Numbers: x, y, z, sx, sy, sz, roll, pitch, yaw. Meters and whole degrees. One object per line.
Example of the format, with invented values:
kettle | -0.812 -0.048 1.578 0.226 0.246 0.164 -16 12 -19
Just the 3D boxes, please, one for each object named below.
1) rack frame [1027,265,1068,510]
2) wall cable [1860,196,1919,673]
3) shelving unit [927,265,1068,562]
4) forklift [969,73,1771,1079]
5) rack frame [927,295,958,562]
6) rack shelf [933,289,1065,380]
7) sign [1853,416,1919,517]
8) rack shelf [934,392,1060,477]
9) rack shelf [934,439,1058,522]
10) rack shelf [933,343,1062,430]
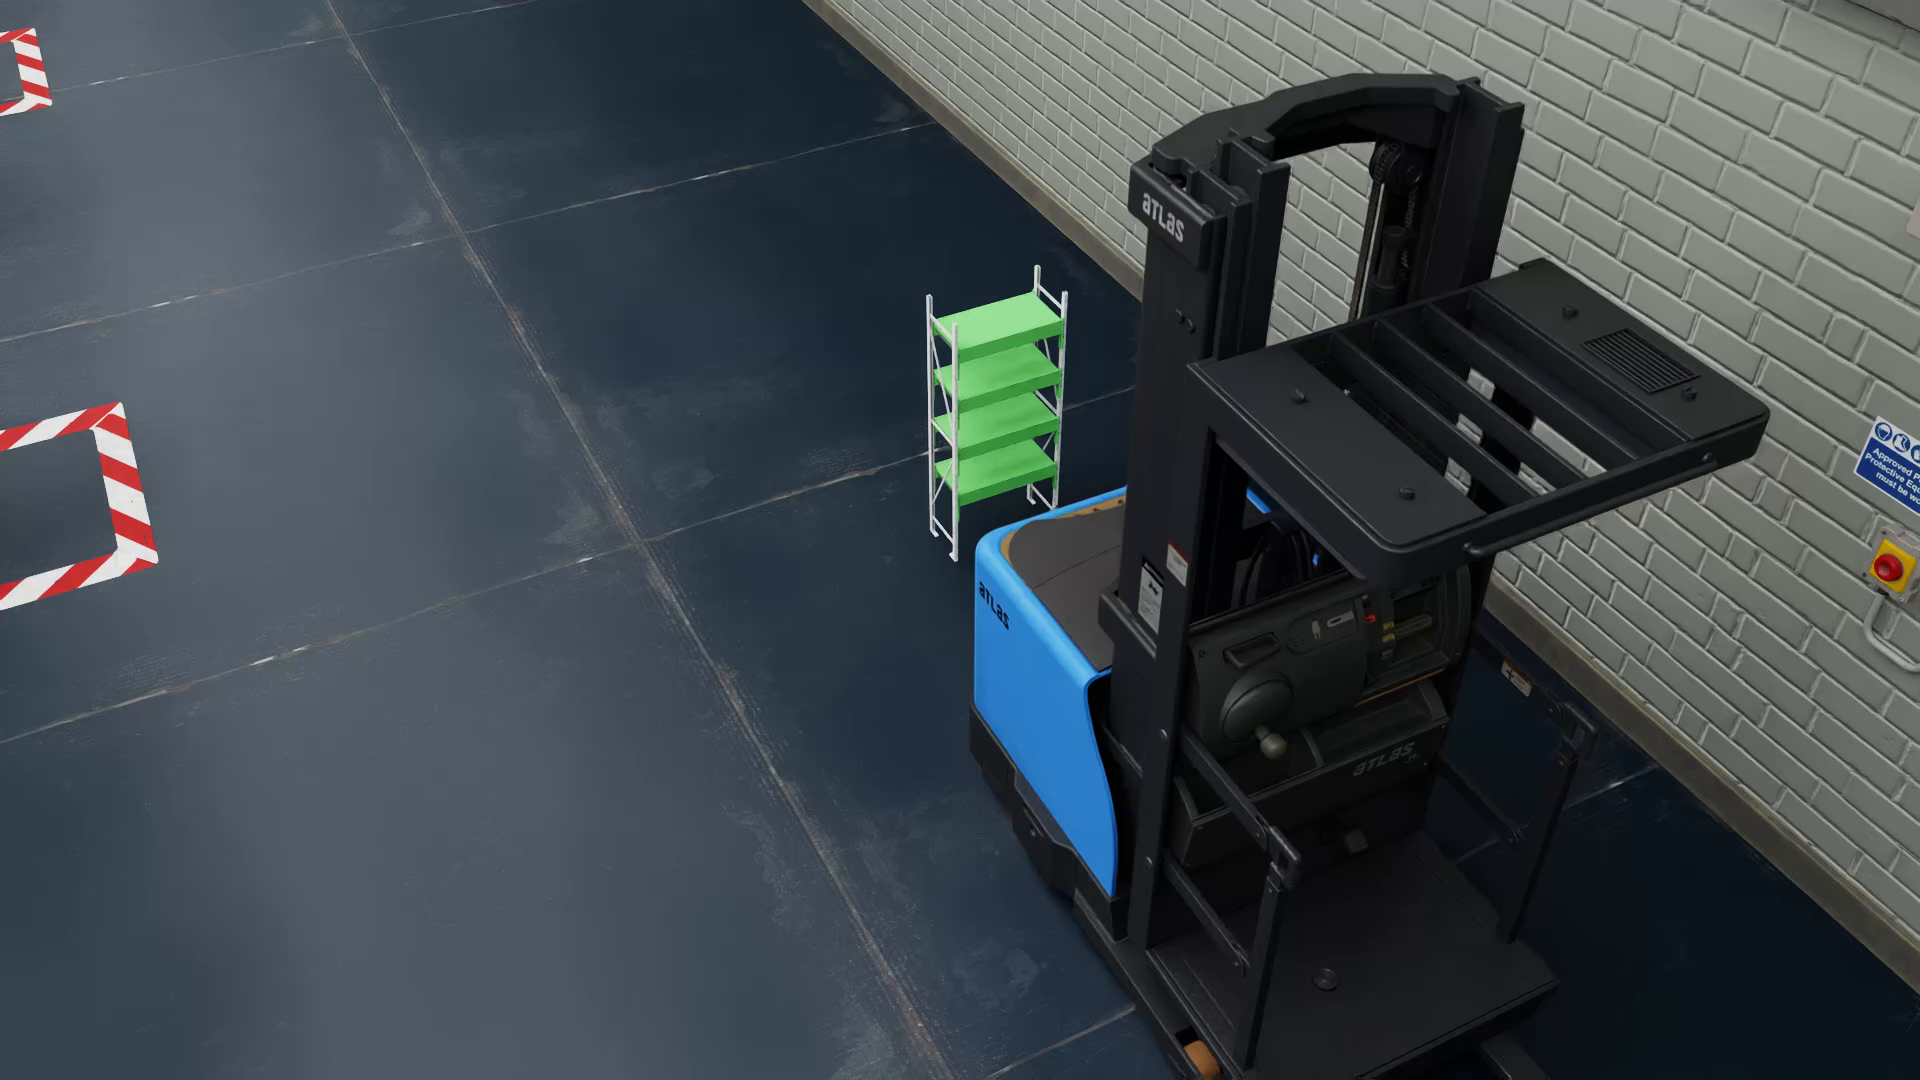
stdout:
rack frame | 0.363 -0.580 7.007 0.015 1.200 0.240 -19 44 -21
wall cable | 2.800 -0.449 4.648 0.123 1.953 0.585 -19 44 -21
shelving unit | 0.147 -0.507 6.921 0.503 1.200 0.258 -19 44 -21
forklift | 1.150 0.393 4.517 1.130 2.935 3.031 -18 43 -20
rack frame | -0.070 -0.435 6.835 0.015 1.200 0.240 -19 44 -21
rack shelf | 0.147 -0.825 6.652 0.480 0.148 0.258 -19 44 -21
sign | 2.832 -0.198 4.953 0.001 0.218 0.327 -19 44 -21
rack shelf | 0.147 -0.459 6.962 0.480 0.148 0.258 -19 44 -21
rack shelf | 0.147 -0.275 7.117 0.480 0.148 0.258 -19 44 -21
rack shelf | 0.147 -0.642 6.807 0.480 0.148 0.258 -19 44 -21
